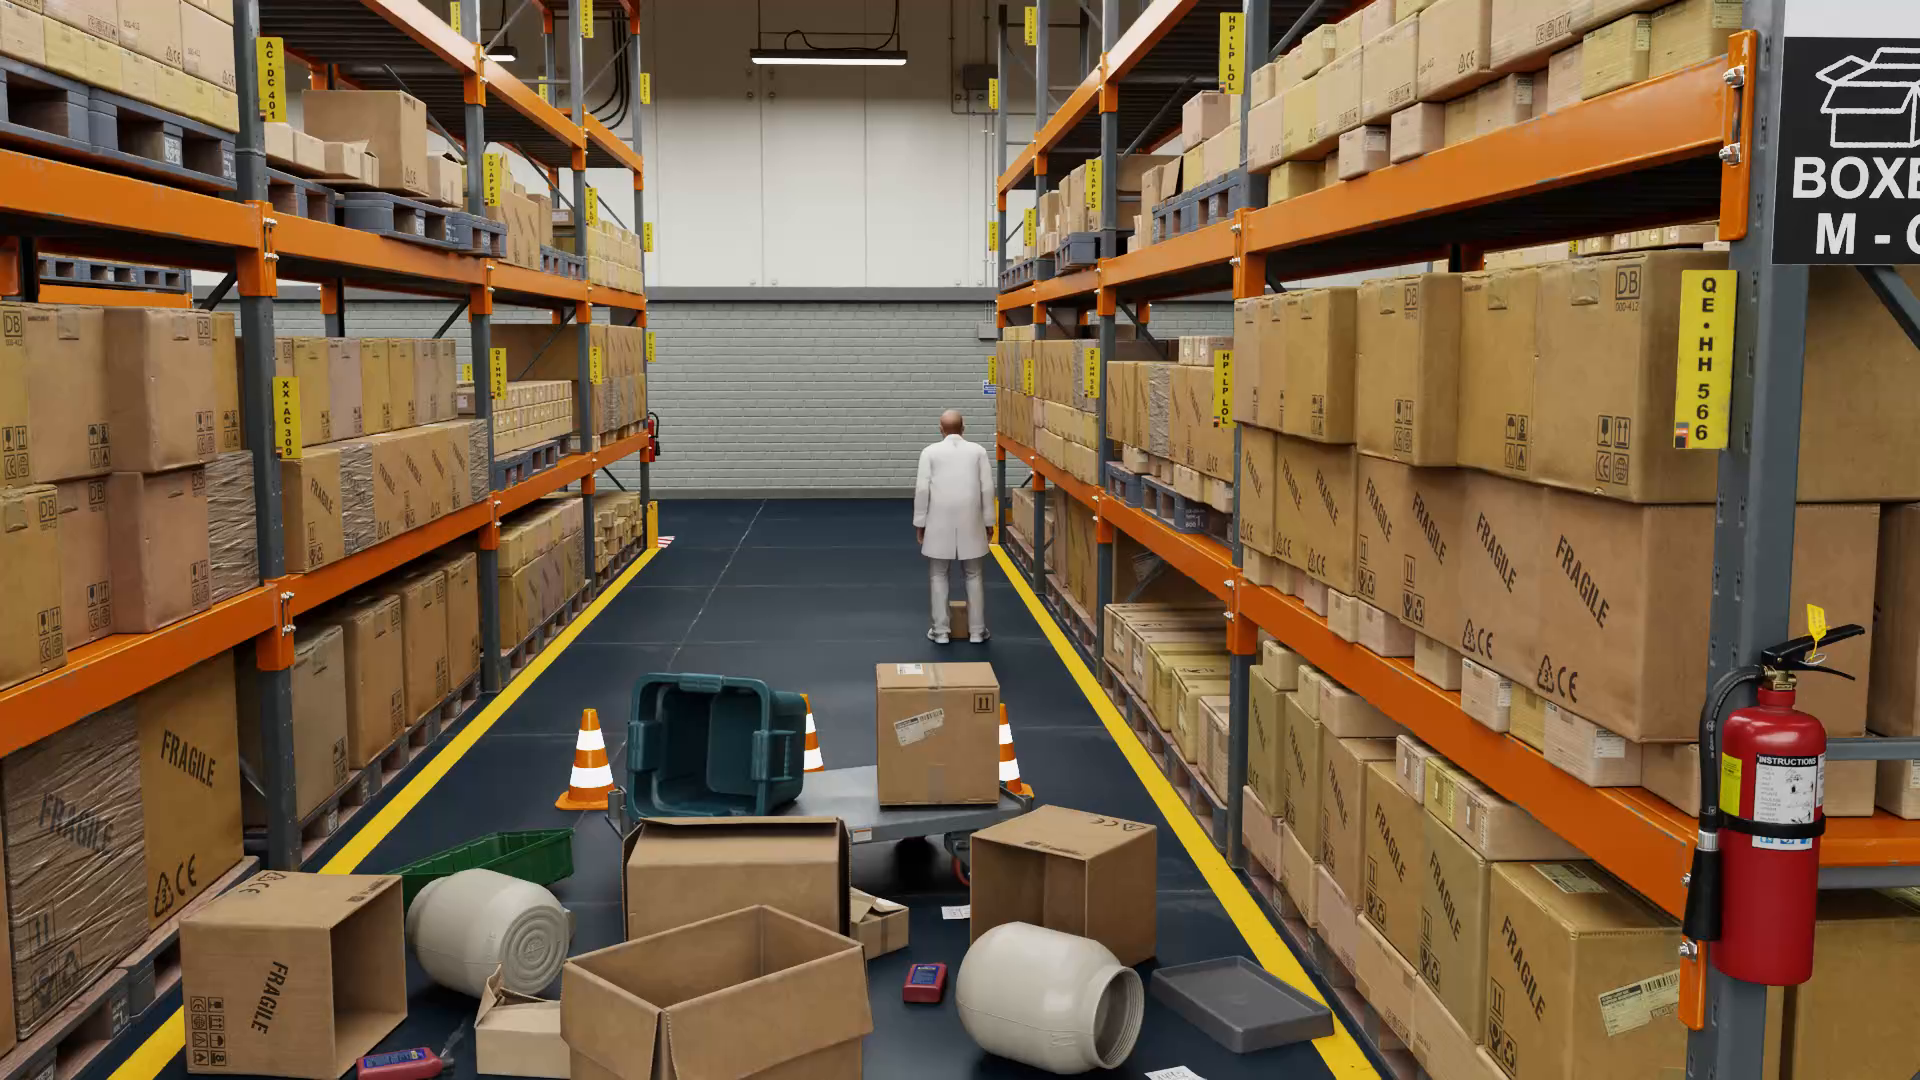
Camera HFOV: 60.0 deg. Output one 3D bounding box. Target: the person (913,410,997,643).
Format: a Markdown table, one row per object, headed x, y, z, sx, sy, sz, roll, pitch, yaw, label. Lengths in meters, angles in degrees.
| x | y | z | sx | sy | sz | roll | pitch | yaw | label |
| --- | --- | --- | --- | --- | --- | --- | --- | --- | --- |
| -0.038 | -0.105 | 12.693 | 0.640 | 1.773 | 0.424 | -1 | 7 | -5 | person |
